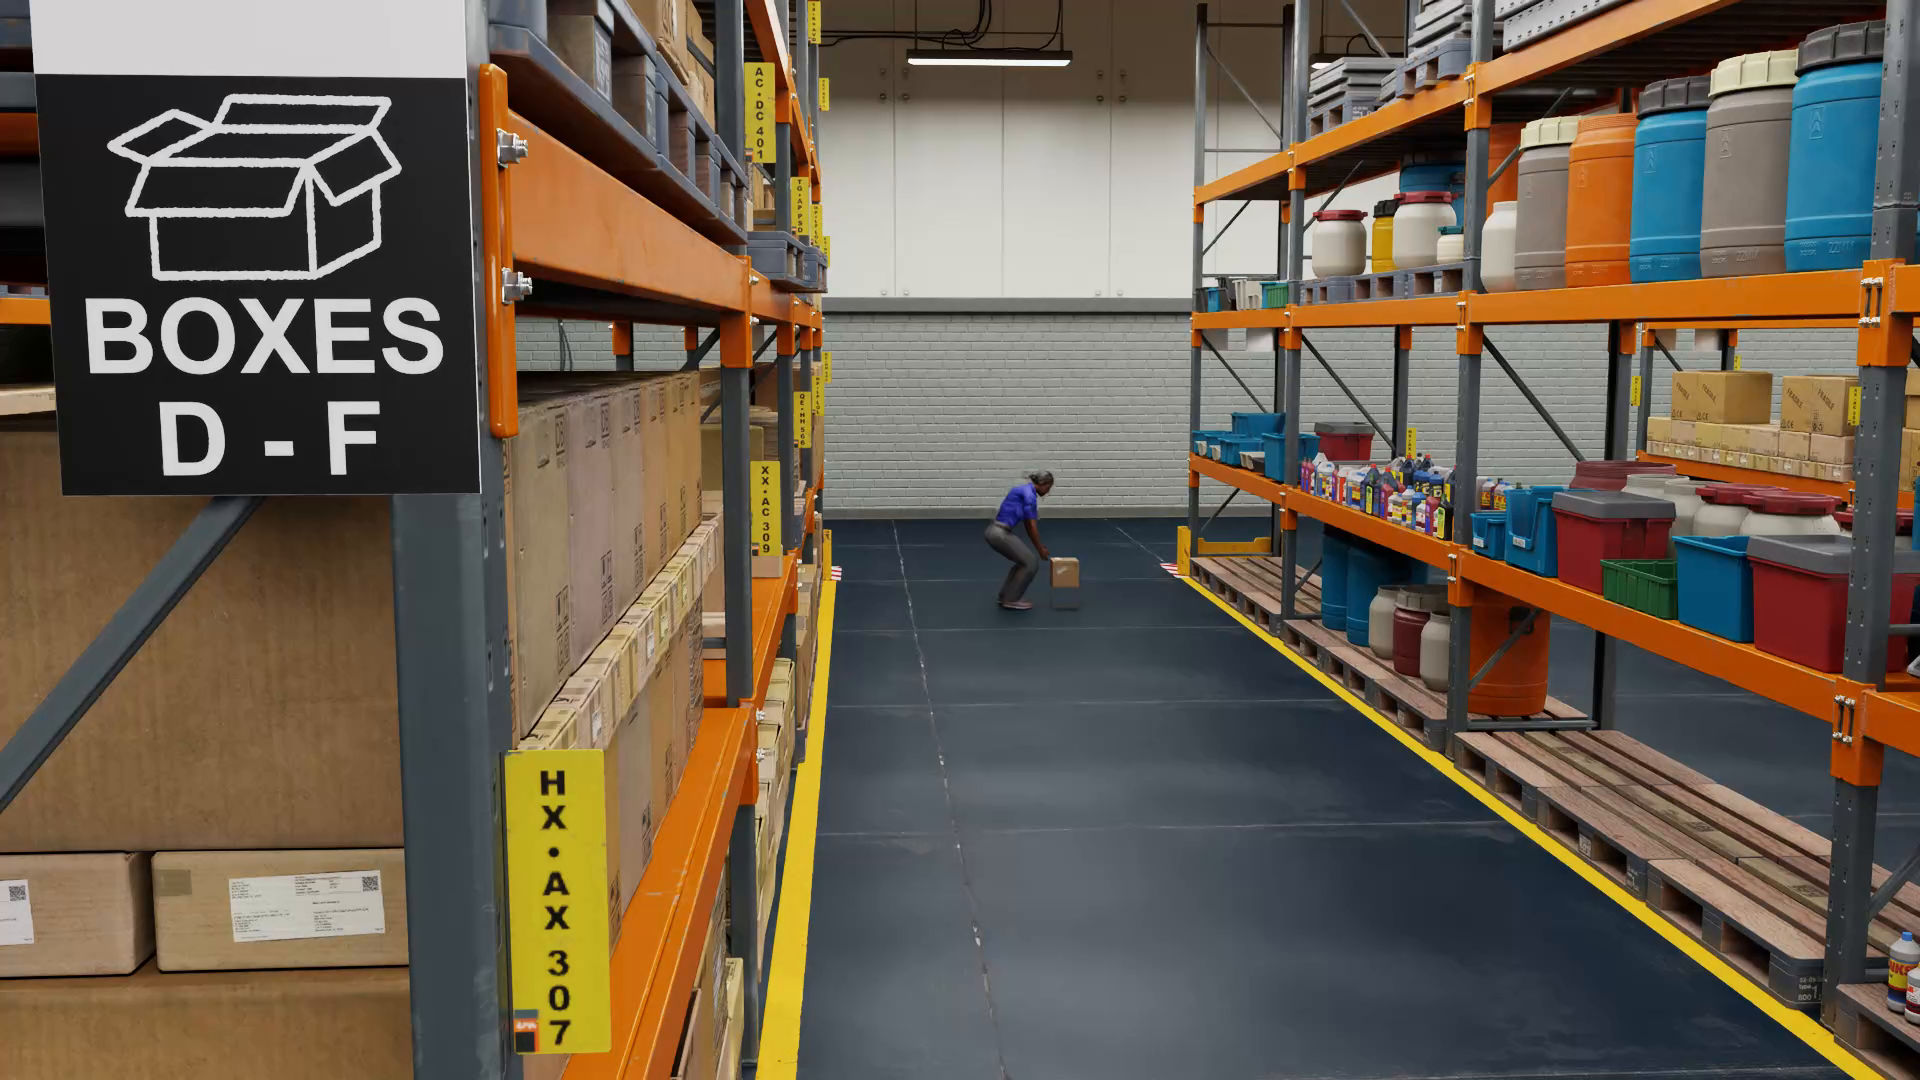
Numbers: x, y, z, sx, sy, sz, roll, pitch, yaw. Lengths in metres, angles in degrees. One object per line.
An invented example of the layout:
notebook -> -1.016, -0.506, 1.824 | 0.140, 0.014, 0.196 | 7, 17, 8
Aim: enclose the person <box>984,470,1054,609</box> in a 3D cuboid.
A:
person -> 0.560, -0.012, 15.850 | 0.667, 1.308, 0.497 | 0, 7, -4
